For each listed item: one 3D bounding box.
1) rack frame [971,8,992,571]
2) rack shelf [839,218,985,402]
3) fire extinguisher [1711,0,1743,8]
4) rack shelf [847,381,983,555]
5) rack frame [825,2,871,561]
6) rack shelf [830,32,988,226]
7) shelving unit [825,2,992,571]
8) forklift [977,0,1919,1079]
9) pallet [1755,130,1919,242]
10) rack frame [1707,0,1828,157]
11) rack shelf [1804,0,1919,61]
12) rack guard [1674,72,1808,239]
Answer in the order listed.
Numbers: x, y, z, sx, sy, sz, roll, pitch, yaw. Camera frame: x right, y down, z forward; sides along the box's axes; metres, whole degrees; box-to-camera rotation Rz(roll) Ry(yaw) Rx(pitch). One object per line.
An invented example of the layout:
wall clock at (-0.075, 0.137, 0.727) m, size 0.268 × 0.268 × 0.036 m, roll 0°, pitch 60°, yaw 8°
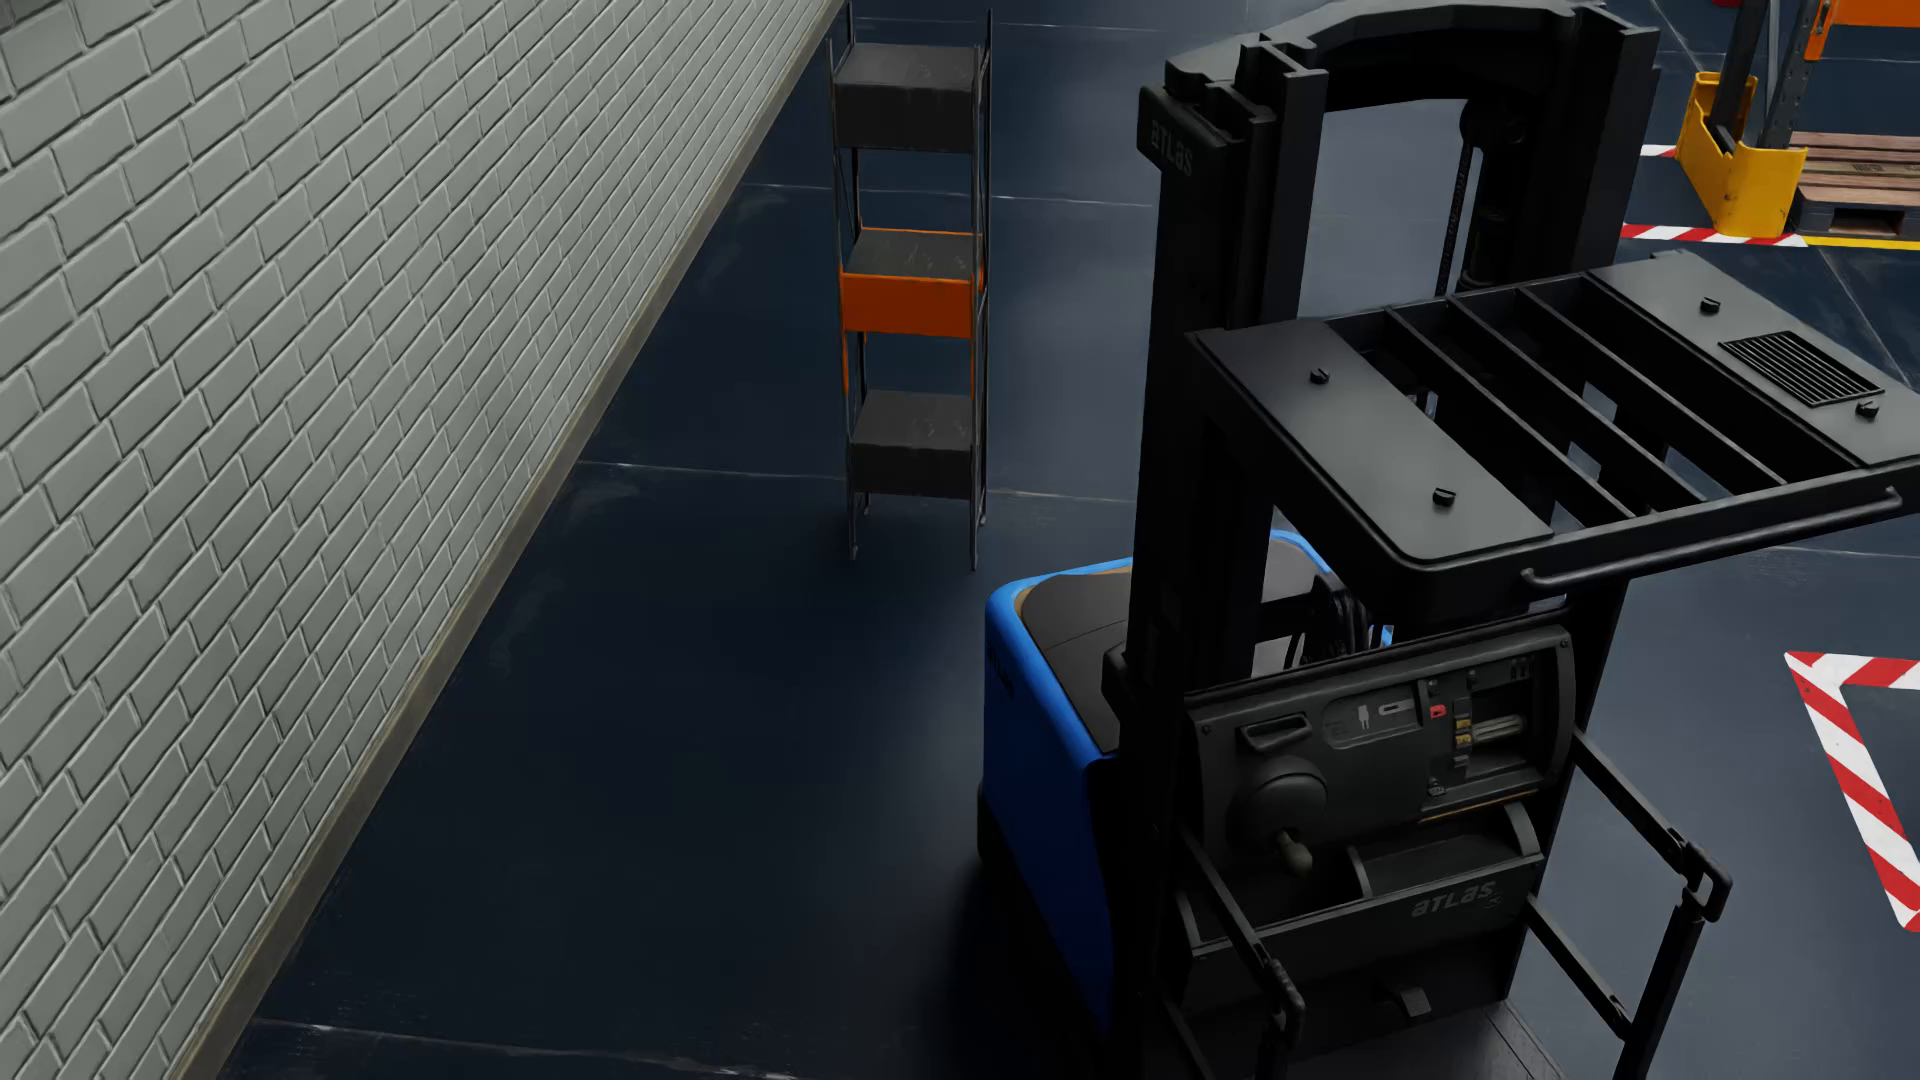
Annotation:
rack frame at (0.078, -0.849, 6.132) m, size 0.015 × 2.100 × 0.400 m, roll 4°, pitch 36°, yaw 6°
rack shelf at (-0.164, -0.856, 6.165) m, size 0.480 × 0.518 × 0.431 m, roll 4°, pitch 36°, yaw 6°
fire extinguisher at (4.319, -3.300, 9.179) m, size 0.183 × 0.674 × 0.296 m, roll 4°, pitch 36°, yaw 6°
rack shelf at (-0.164, -0.286, 6.572) m, size 0.480 × 0.518 × 0.431 m, roll 4°, pitch 36°, yaw 6°
rack frame at (-0.406, -0.885, 6.183) m, size 0.015 × 2.100 × 0.400 m, roll 4°, pitch 36°, yaw 6°
rack shelf at (-0.164, -1.426, 5.758) m, size 0.480 × 0.518 × 0.431 m, roll 4°, pitch 36°, yaw 6°
shelving unit at (-0.164, -0.867, 6.157) m, size 0.503 × 2.100 × 0.431 m, roll 4°, pitch 36°, yaw 6°
forklift at (1.012, 0.530, 3.484) m, size 1.130 × 2.935 × 3.031 m, roll -11°, pitch 37°, yaw -15°
pallet at (5.224, -1.992, 9.359) m, size 1.213 × 0.211 × 1.003 m, roll 4°, pitch 36°, yaw 6°
rack frame at (4.411, -3.210, 8.666) m, size 0.127 × 3.000 × 1.000 m, roll 4°, pitch 36°, yaw 6°
rack shelf at (6.395, -2.770, 8.668) m, size 4.000 × 0.370 × 1.077 m, roll 4°, pitch 36°, yaw 6°
rack guard at (4.385, -2.187, 9.384) m, size 0.348 × 0.500 × 1.175 m, roll 4°, pitch 36°, yaw 6°
